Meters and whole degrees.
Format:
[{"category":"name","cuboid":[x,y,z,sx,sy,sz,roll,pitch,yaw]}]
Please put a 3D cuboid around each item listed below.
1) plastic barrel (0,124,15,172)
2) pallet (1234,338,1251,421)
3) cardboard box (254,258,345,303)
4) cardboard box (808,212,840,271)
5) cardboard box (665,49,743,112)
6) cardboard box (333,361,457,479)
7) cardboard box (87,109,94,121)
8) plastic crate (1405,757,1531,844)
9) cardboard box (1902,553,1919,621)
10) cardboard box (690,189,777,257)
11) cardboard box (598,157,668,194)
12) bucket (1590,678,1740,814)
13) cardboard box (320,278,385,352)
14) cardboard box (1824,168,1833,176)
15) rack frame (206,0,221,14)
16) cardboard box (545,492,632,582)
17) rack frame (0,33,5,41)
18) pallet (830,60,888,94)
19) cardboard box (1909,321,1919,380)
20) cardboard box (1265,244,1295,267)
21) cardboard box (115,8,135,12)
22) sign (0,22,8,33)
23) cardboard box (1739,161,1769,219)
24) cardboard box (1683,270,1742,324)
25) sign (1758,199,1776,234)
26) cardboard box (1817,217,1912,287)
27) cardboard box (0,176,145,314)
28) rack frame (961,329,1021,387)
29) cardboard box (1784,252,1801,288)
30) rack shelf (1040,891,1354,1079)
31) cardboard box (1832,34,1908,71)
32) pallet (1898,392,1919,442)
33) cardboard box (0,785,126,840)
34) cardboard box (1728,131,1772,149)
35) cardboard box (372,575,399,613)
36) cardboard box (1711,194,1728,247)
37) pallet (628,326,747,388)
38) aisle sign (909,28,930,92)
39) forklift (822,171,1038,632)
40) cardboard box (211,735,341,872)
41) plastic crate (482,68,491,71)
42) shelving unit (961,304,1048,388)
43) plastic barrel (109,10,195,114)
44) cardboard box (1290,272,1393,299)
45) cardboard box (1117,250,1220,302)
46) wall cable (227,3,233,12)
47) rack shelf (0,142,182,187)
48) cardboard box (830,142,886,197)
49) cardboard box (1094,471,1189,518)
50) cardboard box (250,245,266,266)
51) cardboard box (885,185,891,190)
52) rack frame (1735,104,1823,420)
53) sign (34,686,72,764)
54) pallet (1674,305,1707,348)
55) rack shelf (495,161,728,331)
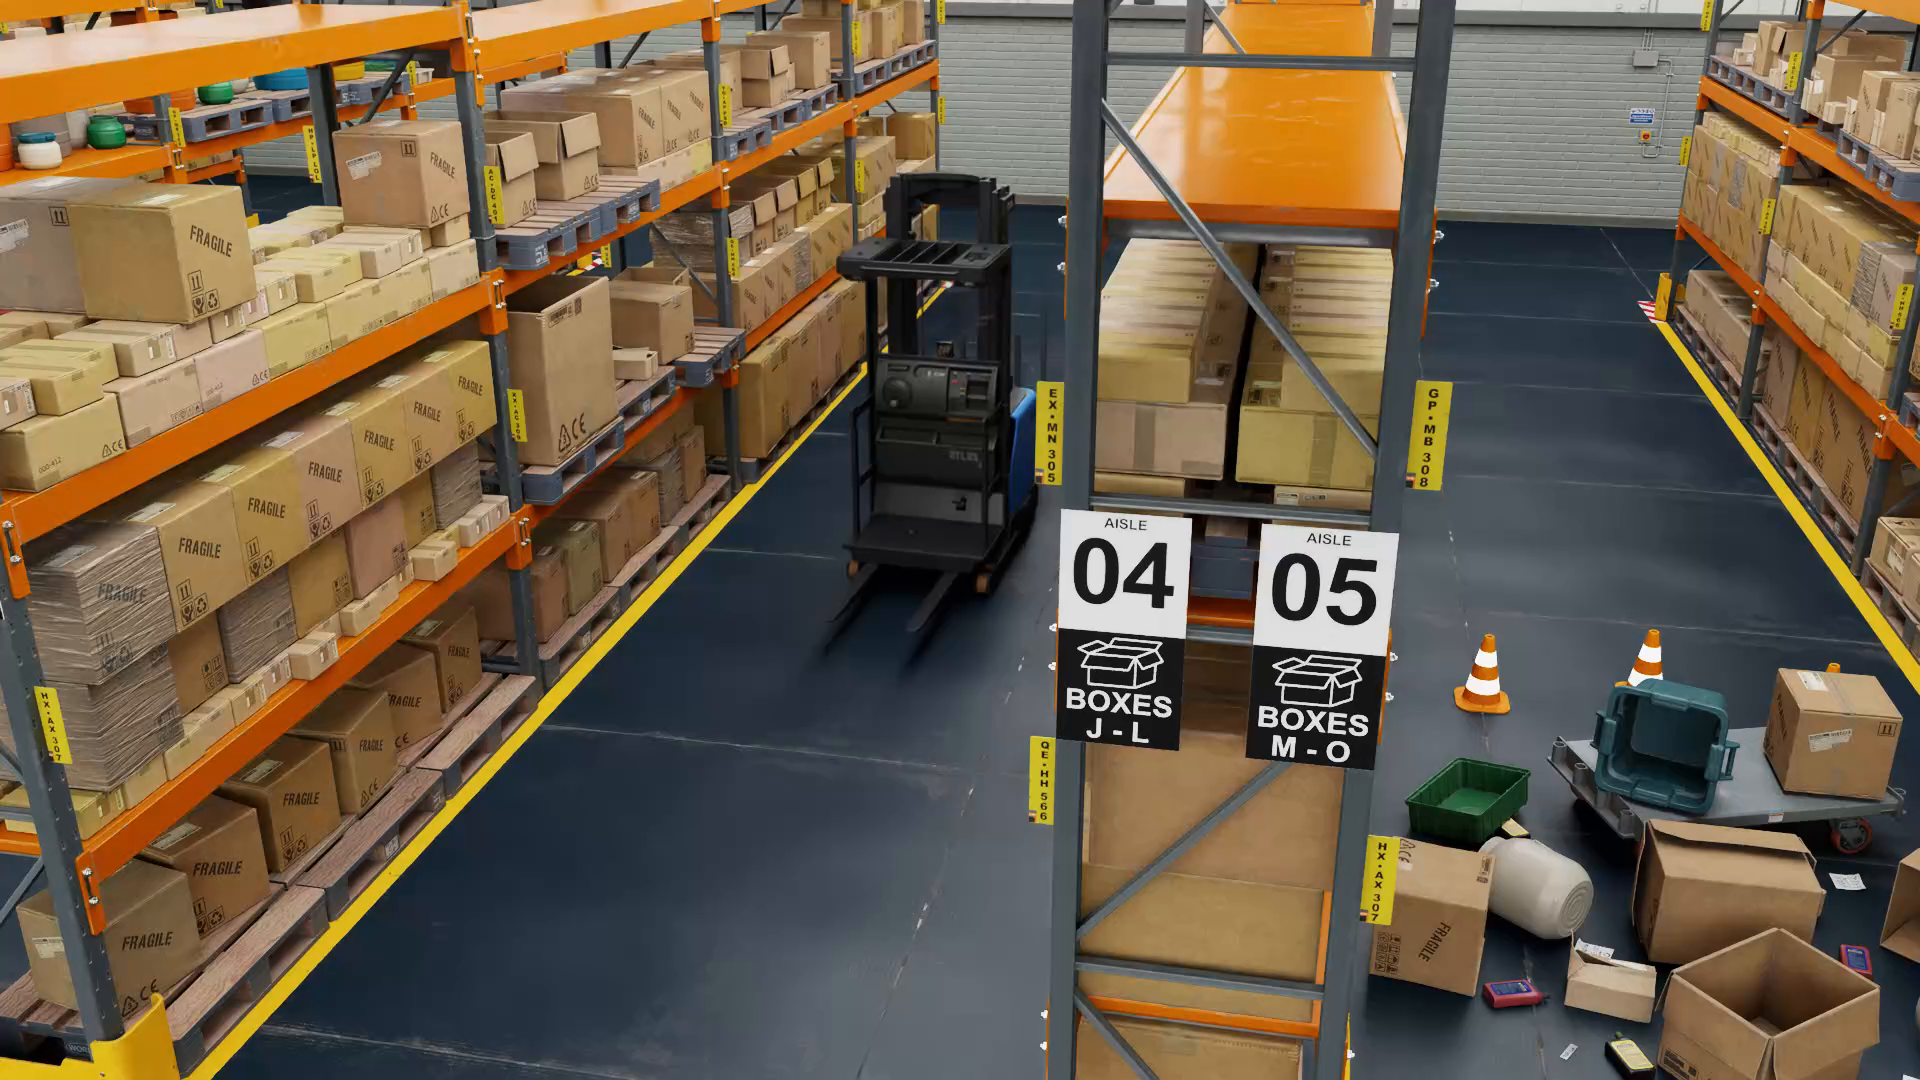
[{"category":"plastic barrel","cuboid":[-7.757,-3.296,12.933,0.600,0.830,0.708,4,22,11]},{"category":"pallet","cuboid":[1.196,-0.580,6.882,1.003,0.211,1.213,4,22,11]},{"category":"cardboard box","cuboid":[-3.258,-1.272,8.147,0.380,0.149,0.250,6,23,13]},{"category":"cardboard box","cuboid":[-1.514,-2.988,16.623,0.500,0.500,0.500,5,23,13]},{"category":"cardboard box","cuboid":[-2.251,-4.034,14.645,0.500,0.500,0.500,6,23,14]},{"category":"cardboard box","cuboid":[-3.134,-0.668,9.126,0.500,0.500,0.500,4,22,11]},{"category":"cardboard box","cuboid":[-10.799,-4.920,20.083,0.500,0.500,0.500,4,22,9]},{"category":"plastic crate","cuboid":[2.871,1.468,9.380,0.450,0.188,0.662,7,21,42]},{"category":"cardboard box","cuboid":[7.039,0.405,11.288,0.950,0.372,0.625,4,22,10]},{"category":"cardboard box","cuboid":[-2.094,-2.867,14.980,0.797,0.503,0.637,5,22,12]},{"category":"cardboard box","cuboid":[-2.445,-2.614,12.015,0.500,0.250,0.500,5,22,12]},{"category":"bucket","cuboid":[3.853,1.066,9.039,0.726,0.611,0.620,13,15,29]},{"category":"cardboard box","cuboid":[-3.264,-1.146,8.370,0.500,0.250,0.500,4,22,11]},{"category":"cardboard box","cuboid":[8.478,-3.560,15.837,0.380,0.149,0.250,5,22,12]},{"category":"rack frame","cuboid":[-10.460,-8.316,21.957,1.000,3.000,0.127,4,22,11]},{"category":"cardboard box","cuboid":[-2.835,-0.033,12.178,0.700,0.500,0.500,3,22,6]},{"category":"rack frame","cuboid":[-11.276,-6.853,18.324,1.000,3.000,0.127,4,22,11]},{"category":"pallet","cuboid":[-1.401,-4.962,17.764,1.003,0.211,1.213,4,22,11]},{"category":"cardboard box","cuboid":[6.988,-1.328,11.541,0.500,0.500,0.500,4,22,9]},{"category":"cardboard box","cuboid":[1.567,-1.107,7.178,0.500,0.250,0.500,4,22,10]},{"category":"cardboard box","cuboid":[-10.730,-6.878,20.930,0.700,0.500,0.500,4,22,11]},{"category":"sign","cuboid":[-10.732,-5.843,18.613,0.100,0.325,0.005,4,22,11]},{"category":"cardboard box","cuboid":[8.060,-3.447,16.425,0.500,0.500,0.500,4,22,10]},{"category":"cardboard box","cuboid":[8.902,-2.779,19.105,0.875,0.438,0.875,4,22,9]},{"category":"sign","cuboid":[7.579,-3.038,15.618,0.100,0.325,0.005,4,22,11]},{"category":"cardboard box","cuboid":[7.471,-2.369,13.747,0.500,0.500,0.500,4,22,10]},{"category":"cardboard box","cuboid":[-3.959,-1.319,7.397,0.500,0.500,0.500,4,22,11]},{"category":"rack frame","cuboid":[0.252,-1.004,13.838,0.500,1.500,0.032,6,23,14]},{"category":"cardboard box","cuboid":[7.678,-2.388,14.800,0.500,0.250,0.500,5,22,12]},{"category":"rack shelf","cuboid":[1.216,1.092,7.590,1.077,0.370,4.000,4,22,11]},{"category":"cardboard box","cuboid":[8.449,-4.436,15.509,0.500,0.500,0.500,5,22,12]},{"category":"pallet","cuboid":[7.266,-0.738,11.427,1.213,0.211,1.003,4,22,11]},{"category":"cardboard box","cuboid":[-3.736,1.105,6.930,0.380,0.149,0.250,4,22,11]},{"category":"cardboard box","cuboid":[8.238,-4.160,17.326,0.380,0.149,0.250,4,22,10]},{"category":"cardboard box","cuboid":[-3.271,0.283,8.972,0.380,0.149,0.250,4,22,11]},{"category":"cardboard box","cuboid":[8.277,-3.358,17.542,0.500,0.500,0.500,5,23,13]},{"category":"pallet","cuboid":[-2.436,-1.493,13.303,1.213,0.211,1.003,4,22,11]},{"category":"aisle sign","cuboid":[-0.454,-5.986,20.722,0.394,0.787,0.004,4,22,11]},{"category":"forklift","cuboid":[-0.227,-1.118,12.205,1.130,2.935,3.031,6,23,14]},{"category":"cardboard box","cuboid":[-3.649,1.364,8.736,0.500,0.500,0.500,7,23,16]},{"category":"plastic crate","cuboid":[-5.790,-5.649,19.702,0.437,0.136,0.530,4,22,11]},{"category":"shelving unit","cuboid":[0.383,-1.187,14.293,0.538,1.500,1.048,6,23,14]},{"category":"plastic barrel","cuboid":[-7.125,-4.221,14.668,0.600,0.830,0.708,4,22,11]},{"category":"cardboard box","cuboid":[1.396,-0.866,6.045,0.380,0.149,0.250,4,22,10]},{"category":"cardboard box","cuboid":[0.804,-1.010,6.404,0.380,0.149,0.250,4,22,10]},{"category":"wall cable","cuboid":[-13.806,-9.293,28.539,3.097,2.526,0.112,4,22,11]},{"category":"rack shelf","cuboid":[-7.652,-2.555,12.630,1.077,0.370,4.000,4,22,11]},{"category":"cardboard box","cuboid":[-1.122,-4.065,18.231,0.500,0.500,0.500,4,22,11]},{"category":"cardboard box","cuboid":[0.544,-0.174,5.394,0.380,0.149,0.250,4,22,11]},{"category":"cardboard box","cuboid":[-3.790,-1.416,8.505,0.380,0.149,0.250,4,22,10]},{"category":"cardboard box","cuboid":[-1.020,-3.905,18.838,0.500,0.250,0.500,5,22,12]},{"category":"rack frame","cuboid":[8.123,-2.558,15.691,1.000,3.000,0.127,4,22,11]},{"category":"sign","cuboid":[-3.496,0.715,6.405,0.100,0.325,0.005,4,22,11]},{"category":"pallet","cuboid":[8.853,-2.429,19.103,1.003,0.211,1.213,4,22,11]},{"category":"rack shelf","cuboid":[-2.803,-2.177,11.692,1.077,0.370,4.000,4,22,11]}]
